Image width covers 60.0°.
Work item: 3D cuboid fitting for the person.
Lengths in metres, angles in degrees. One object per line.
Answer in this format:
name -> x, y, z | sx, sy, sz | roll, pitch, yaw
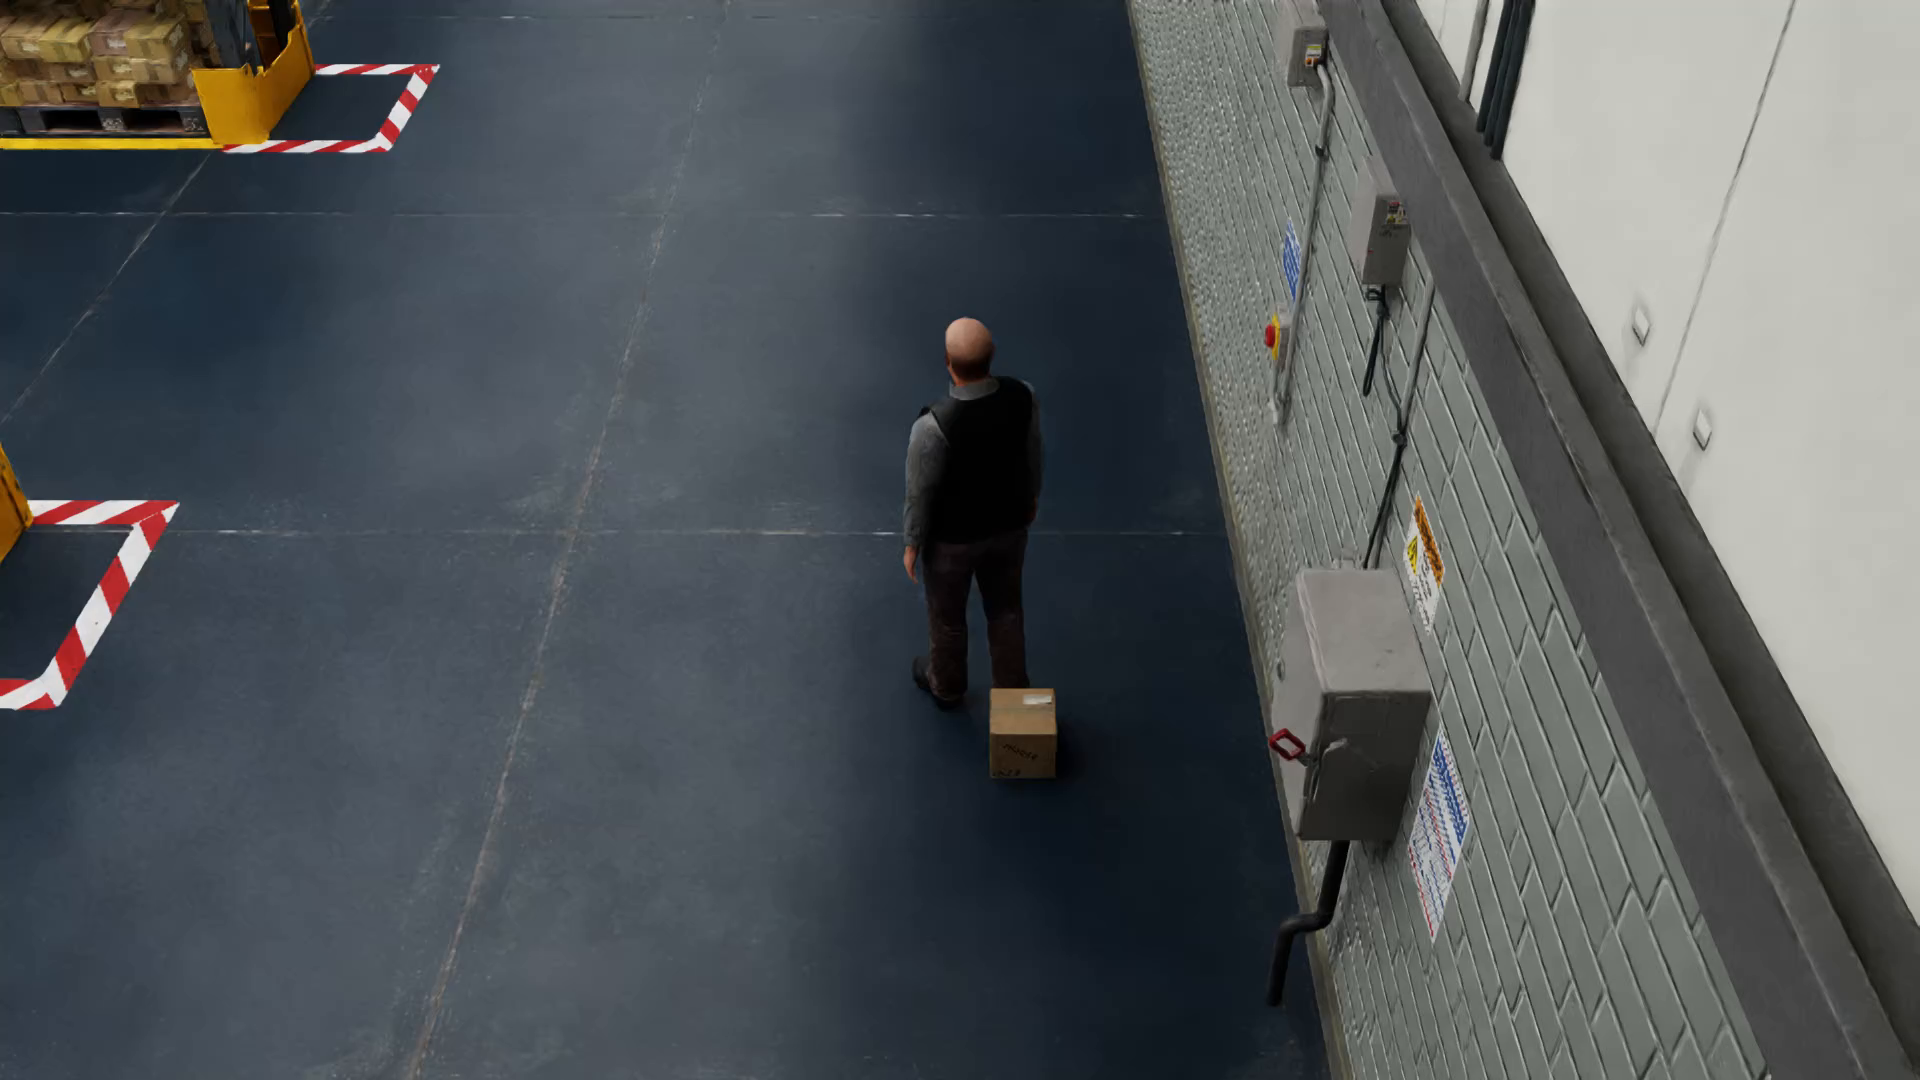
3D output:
person -> 0.058, -0.044, 6.227 | 0.602, 1.731, 0.500 | -19, 43, -21
